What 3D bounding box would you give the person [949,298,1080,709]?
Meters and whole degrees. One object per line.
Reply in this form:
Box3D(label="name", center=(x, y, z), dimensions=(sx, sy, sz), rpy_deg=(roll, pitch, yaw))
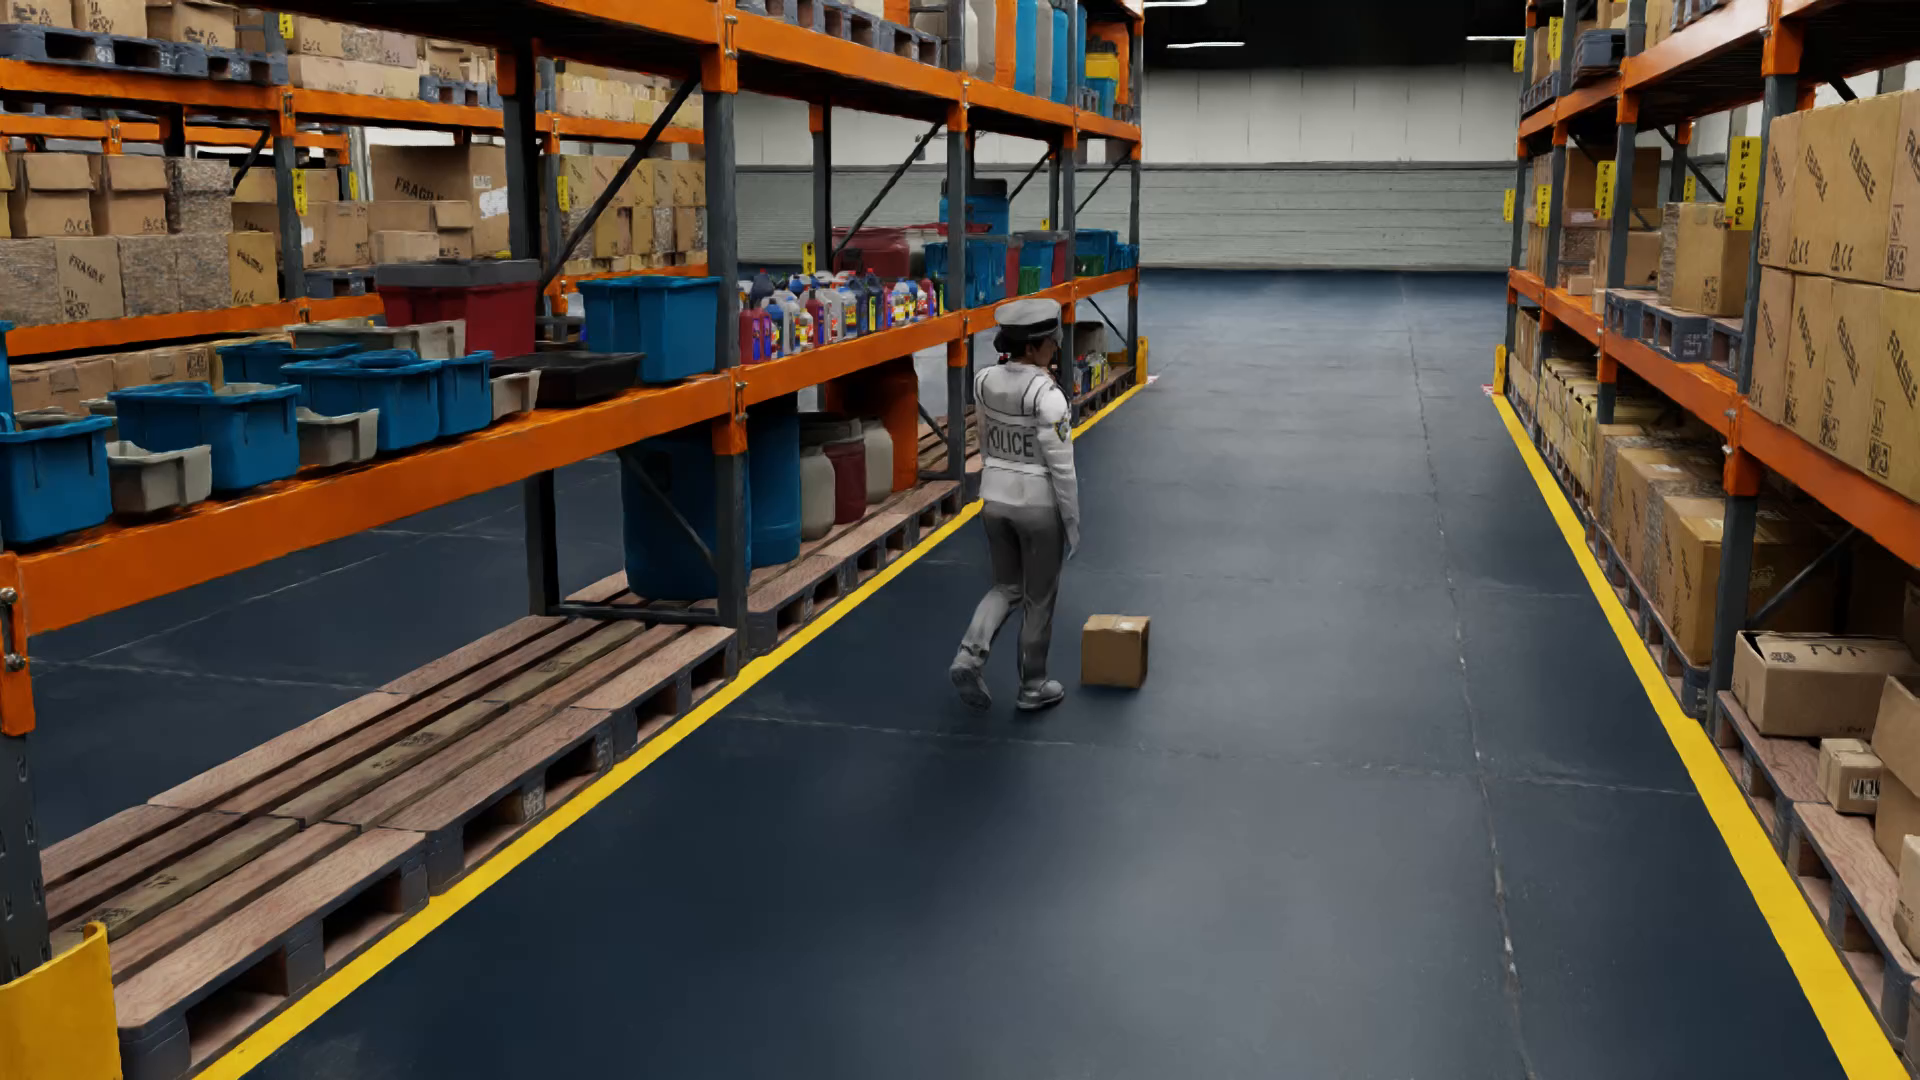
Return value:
Box3D(label="person", center=(0.267, -0.113, 6.489), dimensions=(0.501, 1.654, 0.615), rpy_deg=(10, 15, 40))
